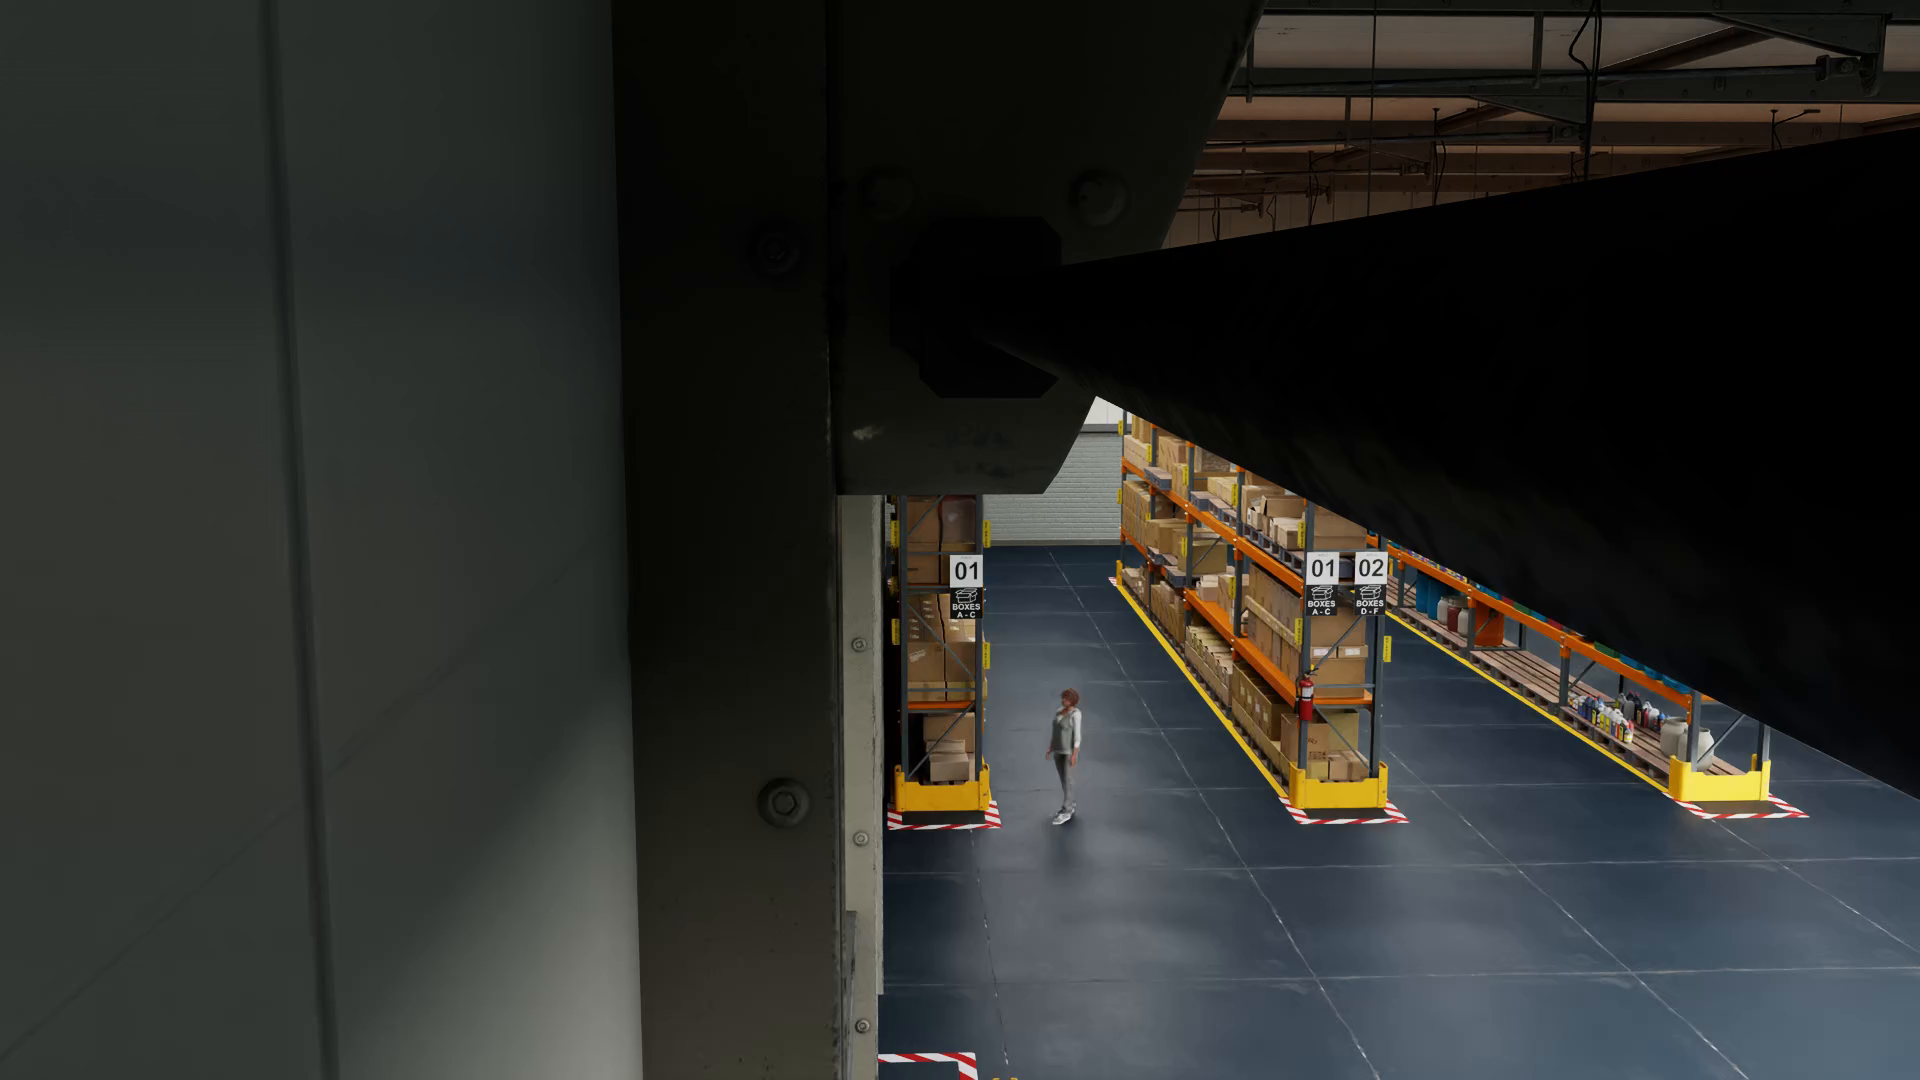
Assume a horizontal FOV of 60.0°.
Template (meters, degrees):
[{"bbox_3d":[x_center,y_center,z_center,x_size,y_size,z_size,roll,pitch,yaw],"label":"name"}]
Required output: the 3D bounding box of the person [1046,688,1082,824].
[{"bbox_3d":[1.256,2.598,20.135,0.502,1.608,0.435,-8,12,-44],"label":"person"}]
